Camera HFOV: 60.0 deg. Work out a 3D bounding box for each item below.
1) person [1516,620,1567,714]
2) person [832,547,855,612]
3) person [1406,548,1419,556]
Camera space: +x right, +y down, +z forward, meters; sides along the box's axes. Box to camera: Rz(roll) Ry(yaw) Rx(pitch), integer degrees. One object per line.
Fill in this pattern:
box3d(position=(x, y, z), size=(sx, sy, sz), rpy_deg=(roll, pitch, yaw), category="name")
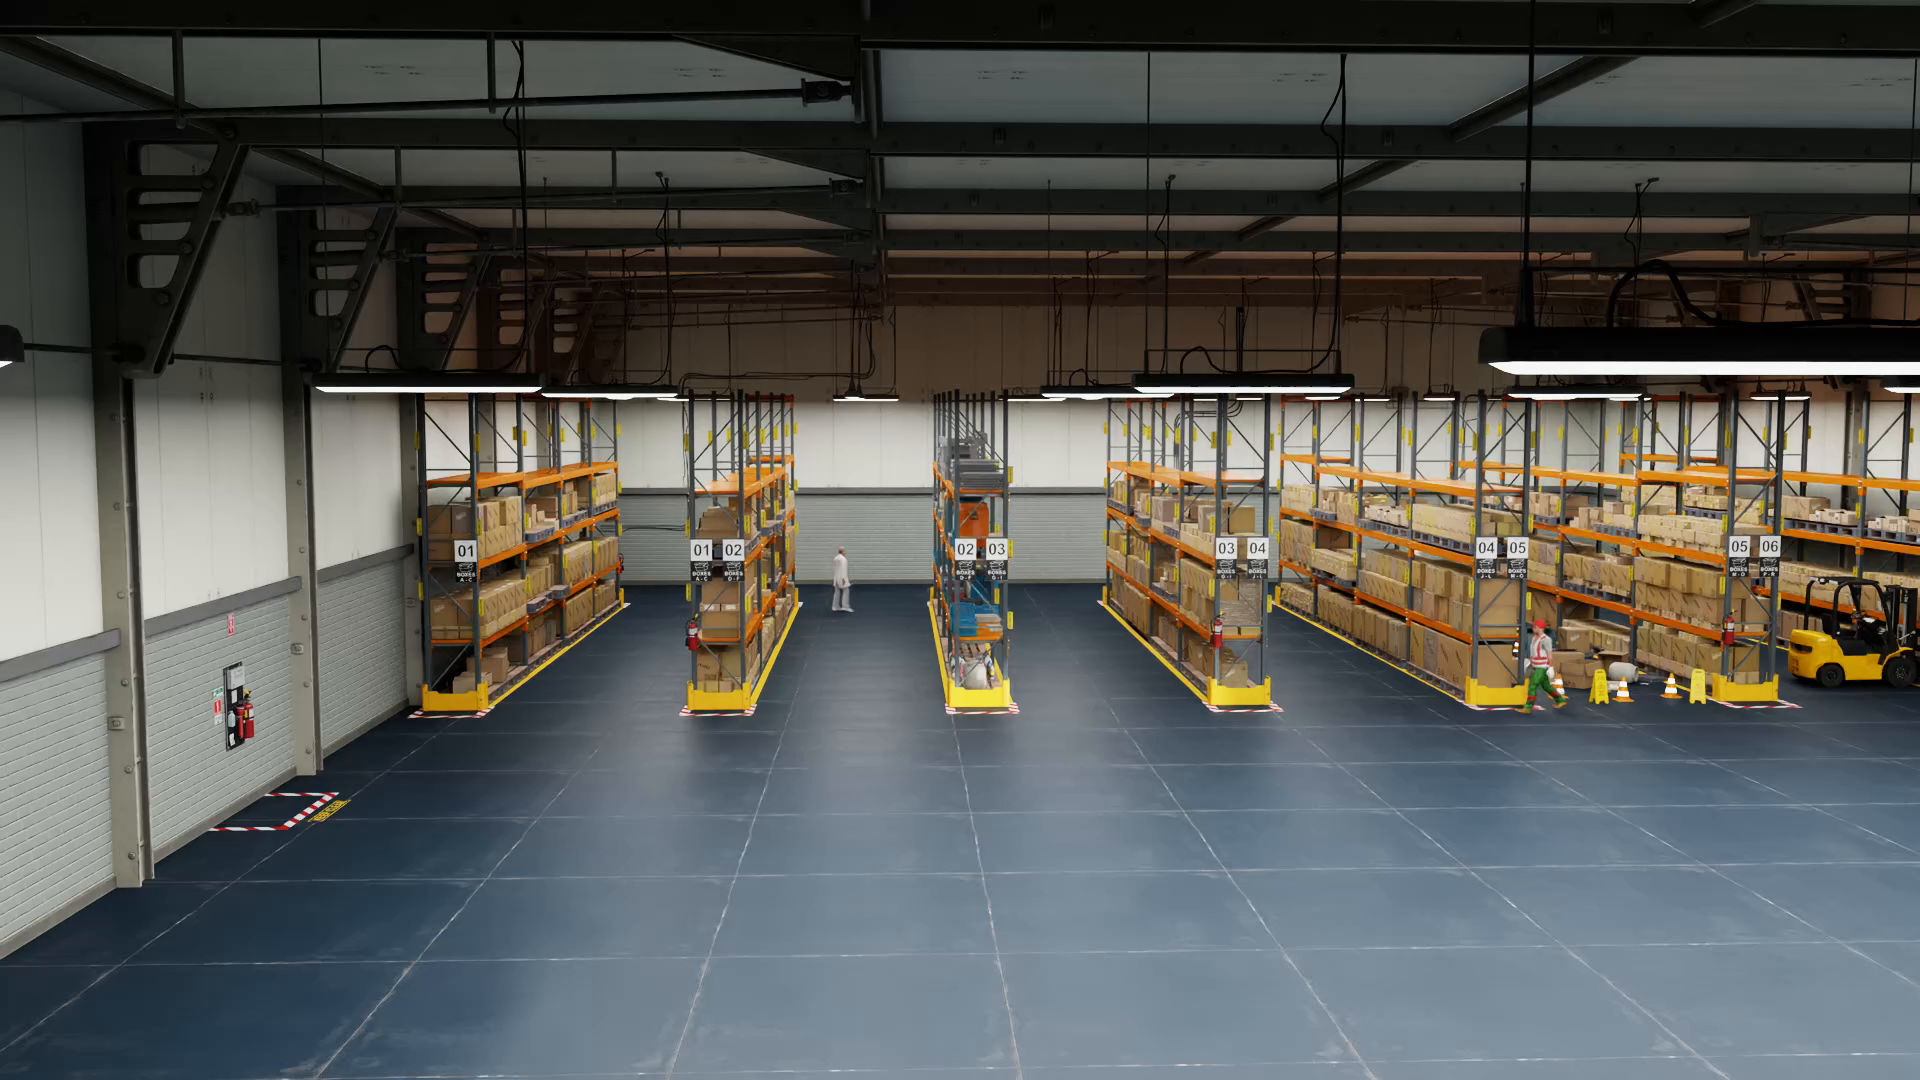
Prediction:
box3d(position=(10.772, 2.339, 30.792), size=(1.057, 1.750, 0.602), rpy_deg=(-1, 5, -9), category="person")
box3d(position=(-3.273, 1.096, 46.037), size=(0.623, 1.824, 0.635), rpy_deg=(-3, 6, -33), category="person")
box3d(position=(13.924, 0.730, 51.036), size=(0.934, 1.639, 0.476), rpy_deg=(-1, 5, -9), category="person")
